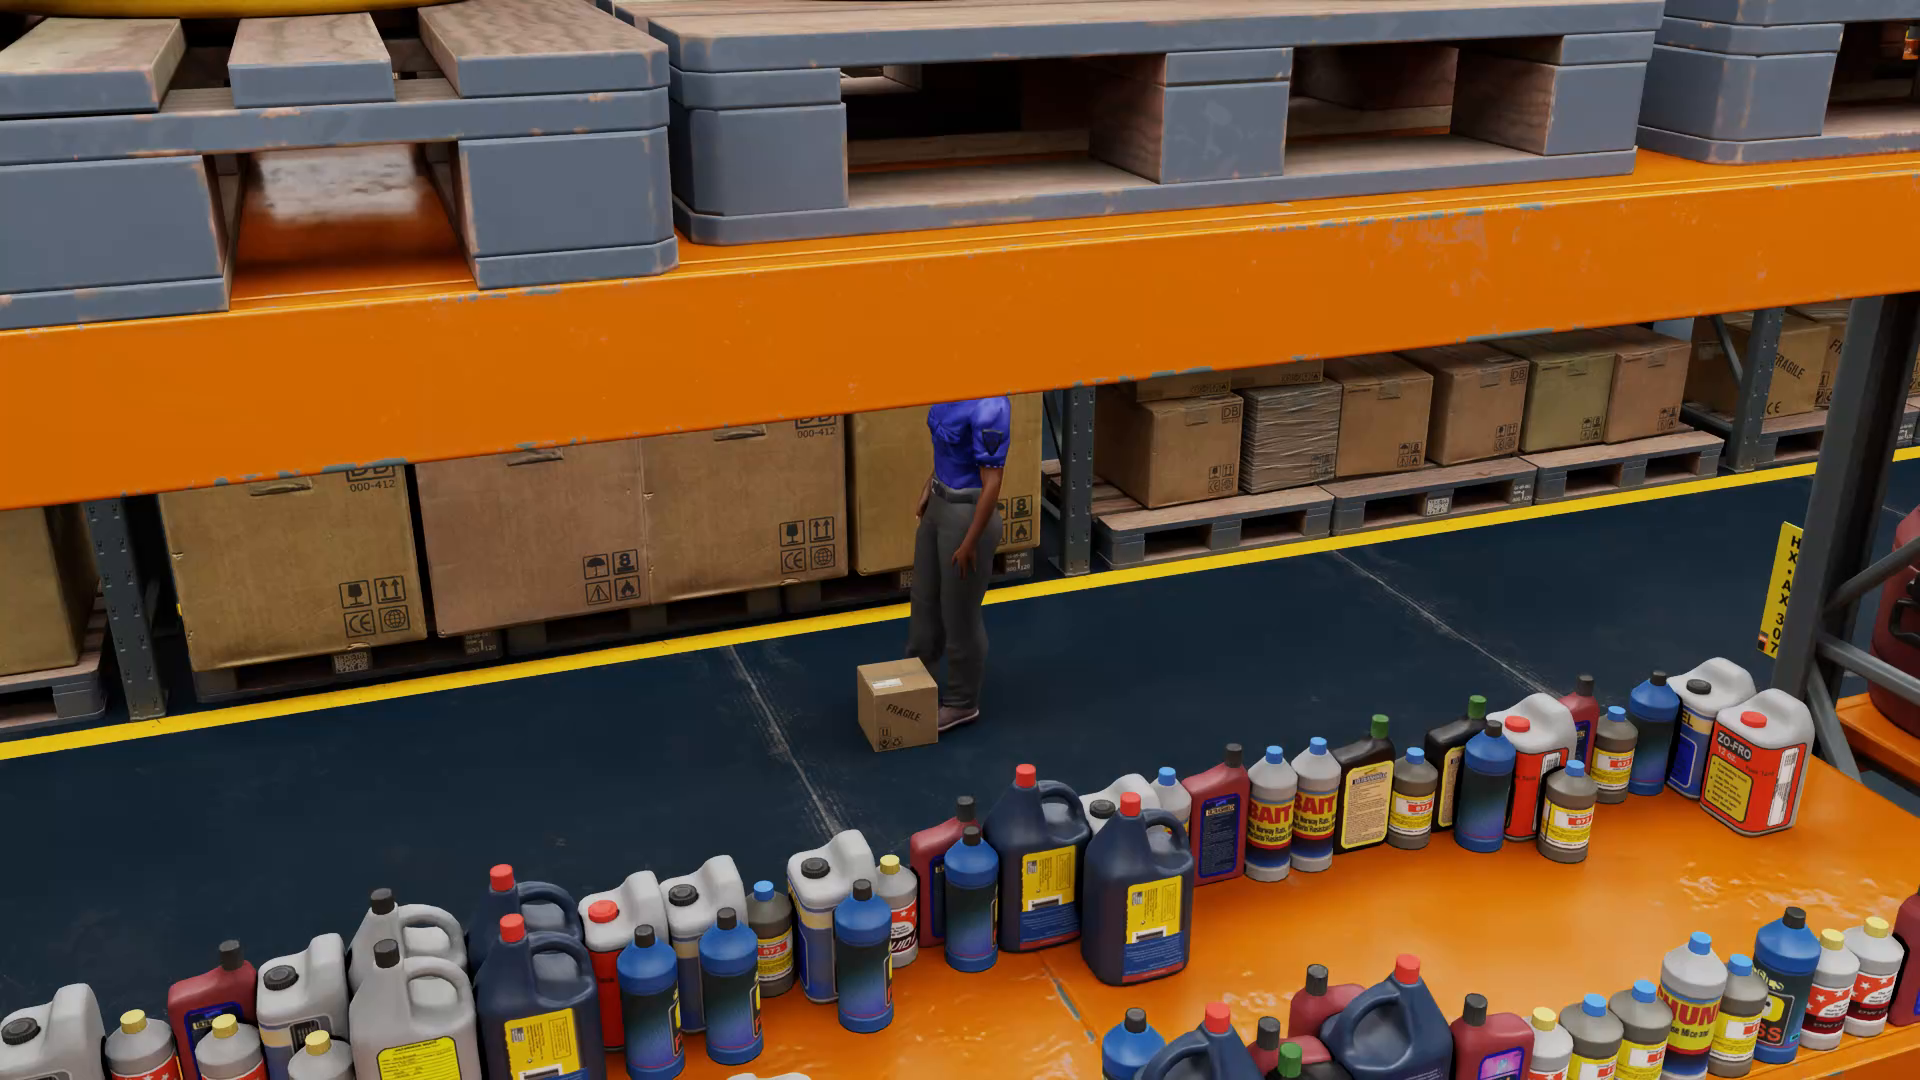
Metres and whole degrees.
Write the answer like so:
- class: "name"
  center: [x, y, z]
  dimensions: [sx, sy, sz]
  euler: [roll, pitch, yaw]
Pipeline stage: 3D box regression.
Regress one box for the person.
- class: "person"
  center: [-0.083, -0.059, 6.220]
  dimensions: [0.502, 1.657, 0.570]
  euler: [-7, 24, -16]
